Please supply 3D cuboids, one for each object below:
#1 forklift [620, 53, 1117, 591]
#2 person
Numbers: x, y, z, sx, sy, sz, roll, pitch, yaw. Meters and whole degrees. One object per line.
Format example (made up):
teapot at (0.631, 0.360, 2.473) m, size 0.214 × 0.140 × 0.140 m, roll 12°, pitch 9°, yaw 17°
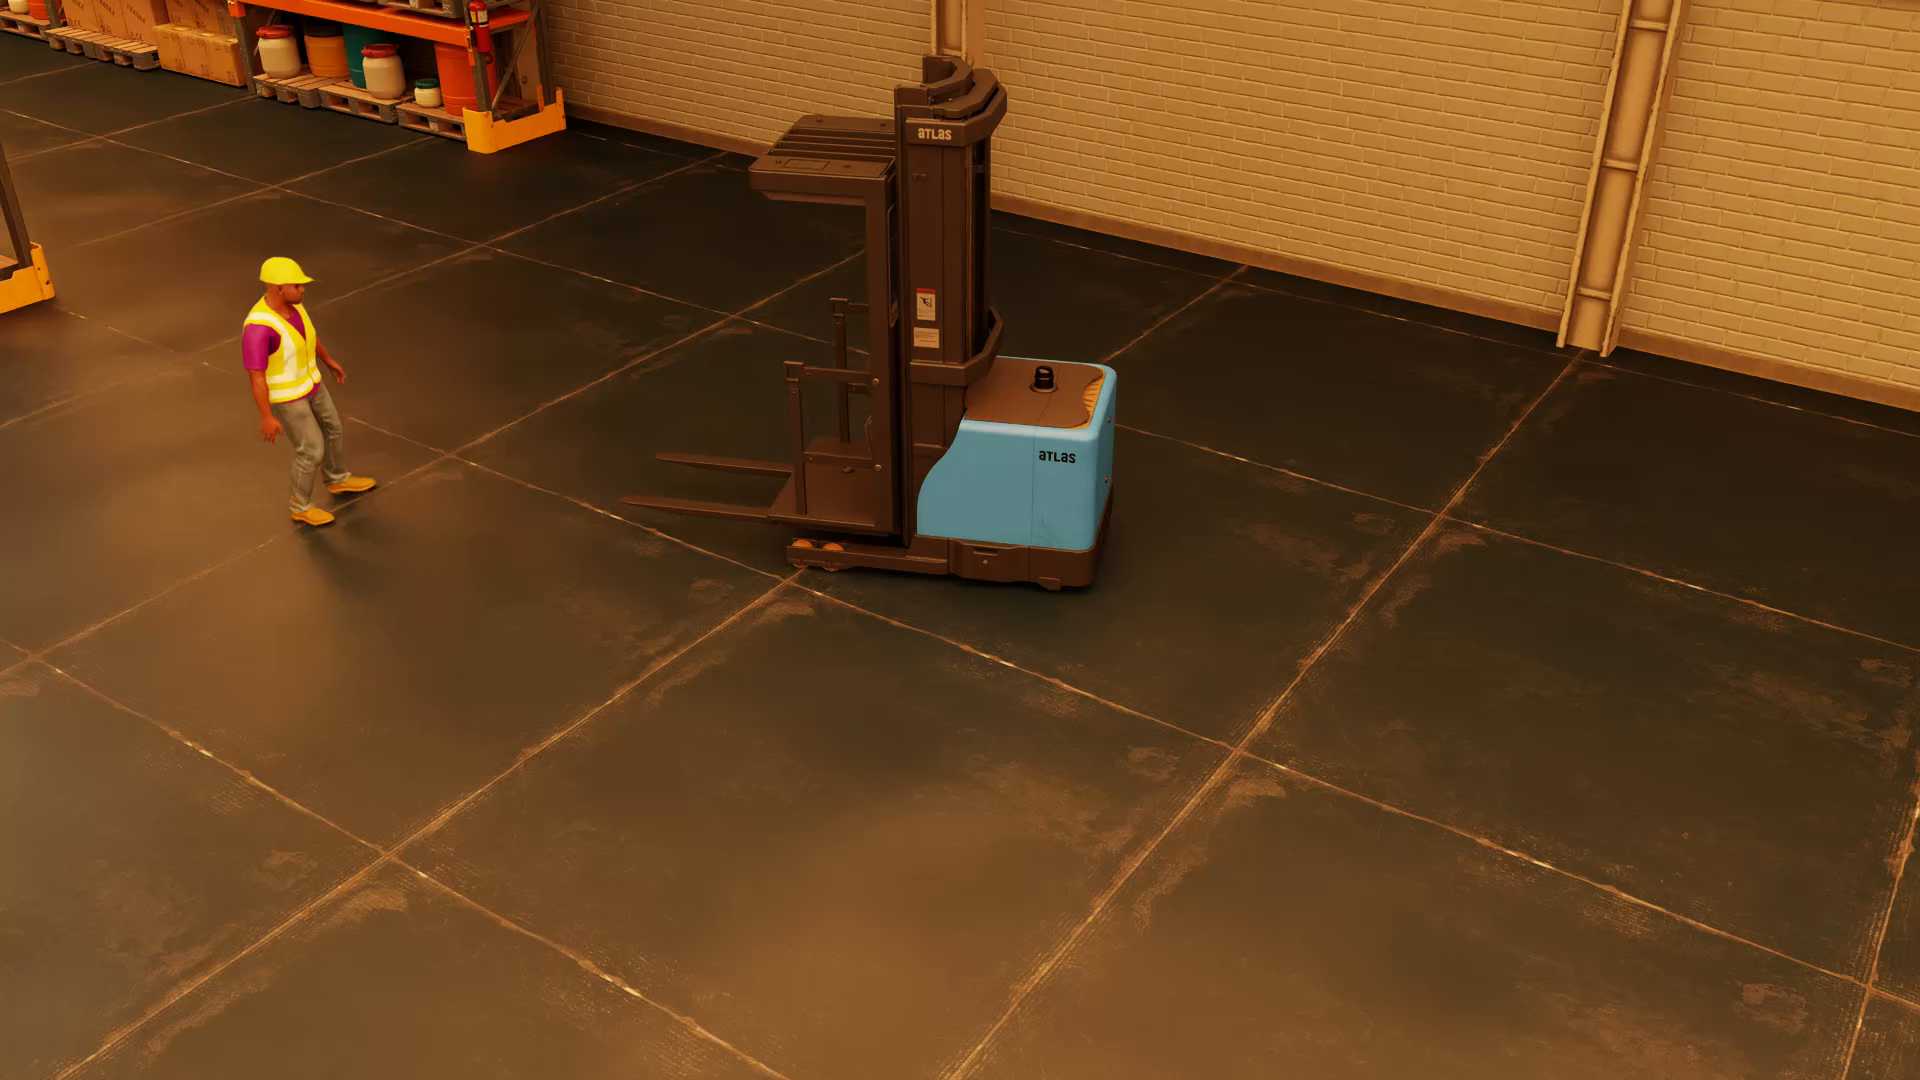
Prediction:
forklift at (-0.596, -1.330, 9.871) m, size 3.031 × 2.935 × 1.130 m, roll 6°, pitch 31°, yaw 10°
person at (-4.120, -0.941, 10.390) m, size 0.413 × 1.741 × 0.815 m, roll 2°, pitch 30°, yaw 3°
